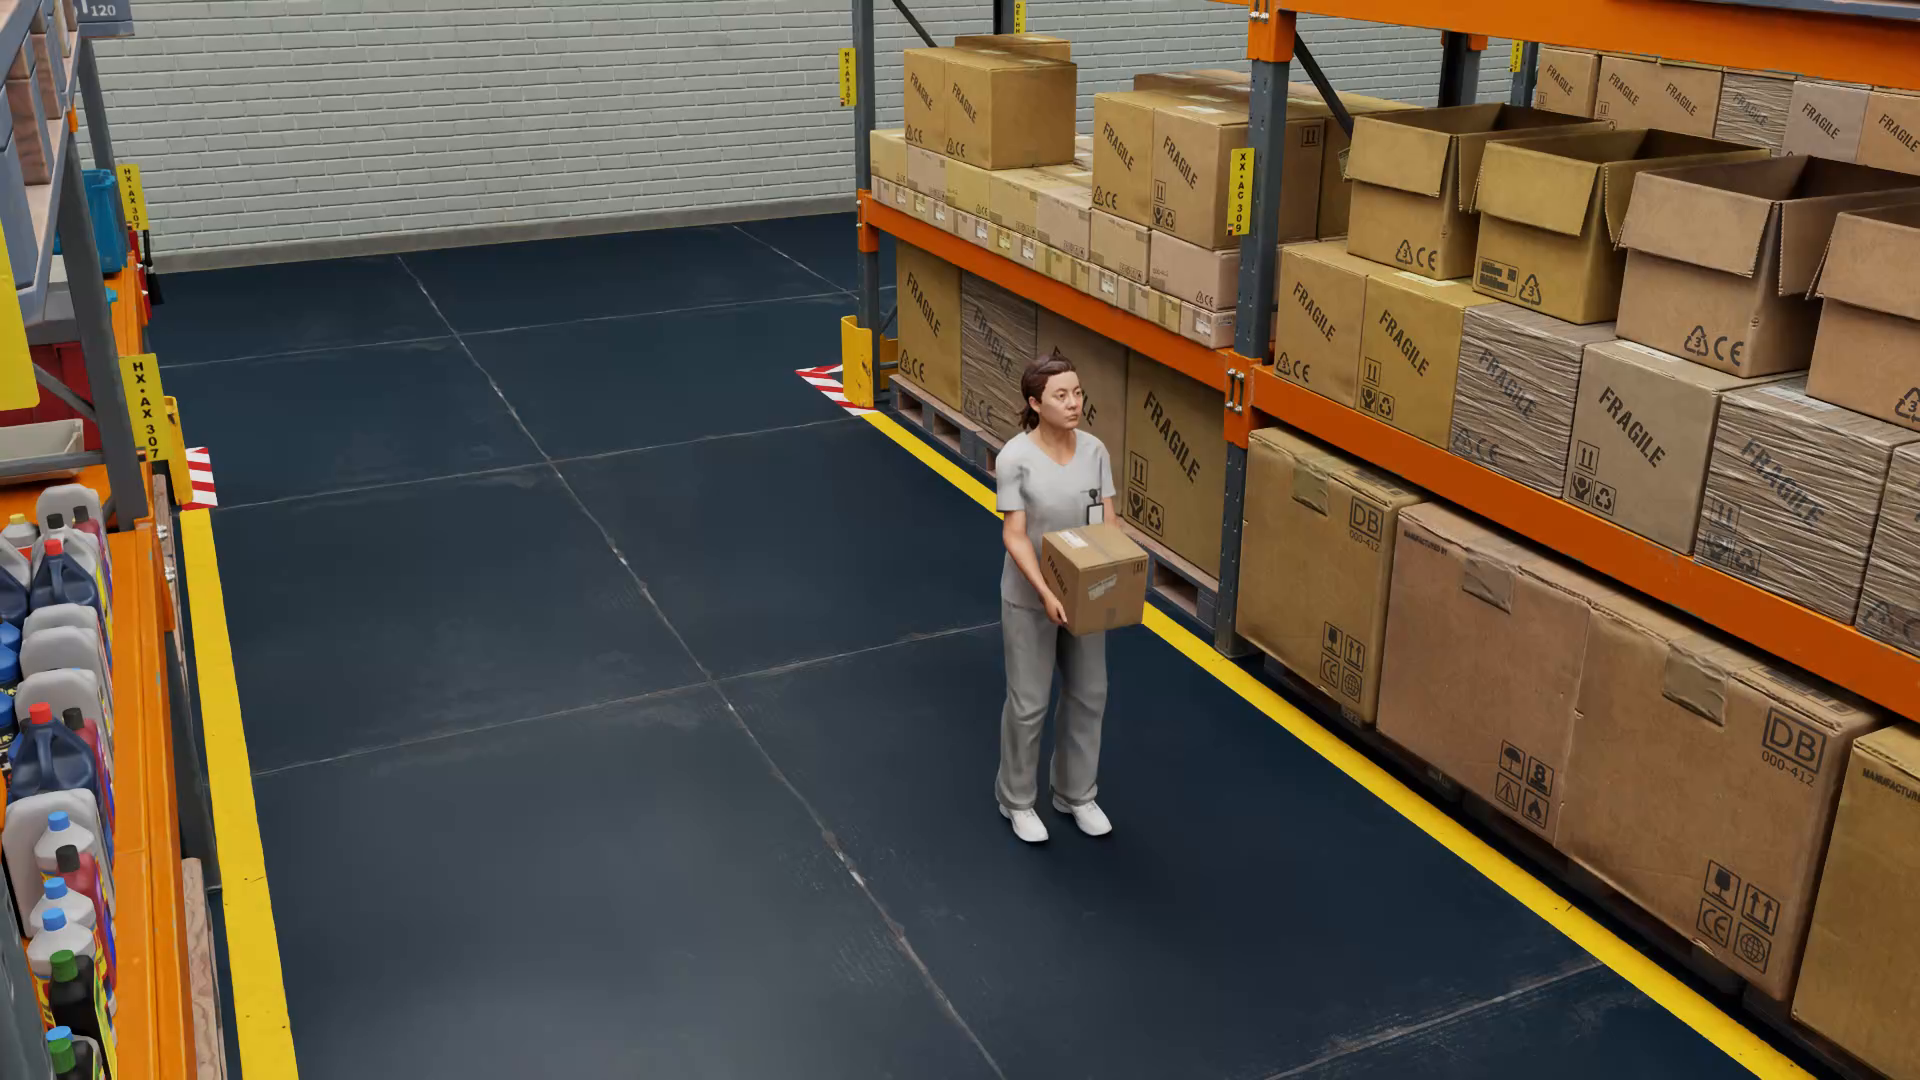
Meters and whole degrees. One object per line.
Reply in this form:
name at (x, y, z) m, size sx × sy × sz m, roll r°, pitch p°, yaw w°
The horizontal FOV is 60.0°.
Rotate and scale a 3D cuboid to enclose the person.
person at (0.347, 0.219, 5.564) m, size 0.442 × 1.667 × 0.549 m, roll -10°, pitch 24°, yaw -24°
